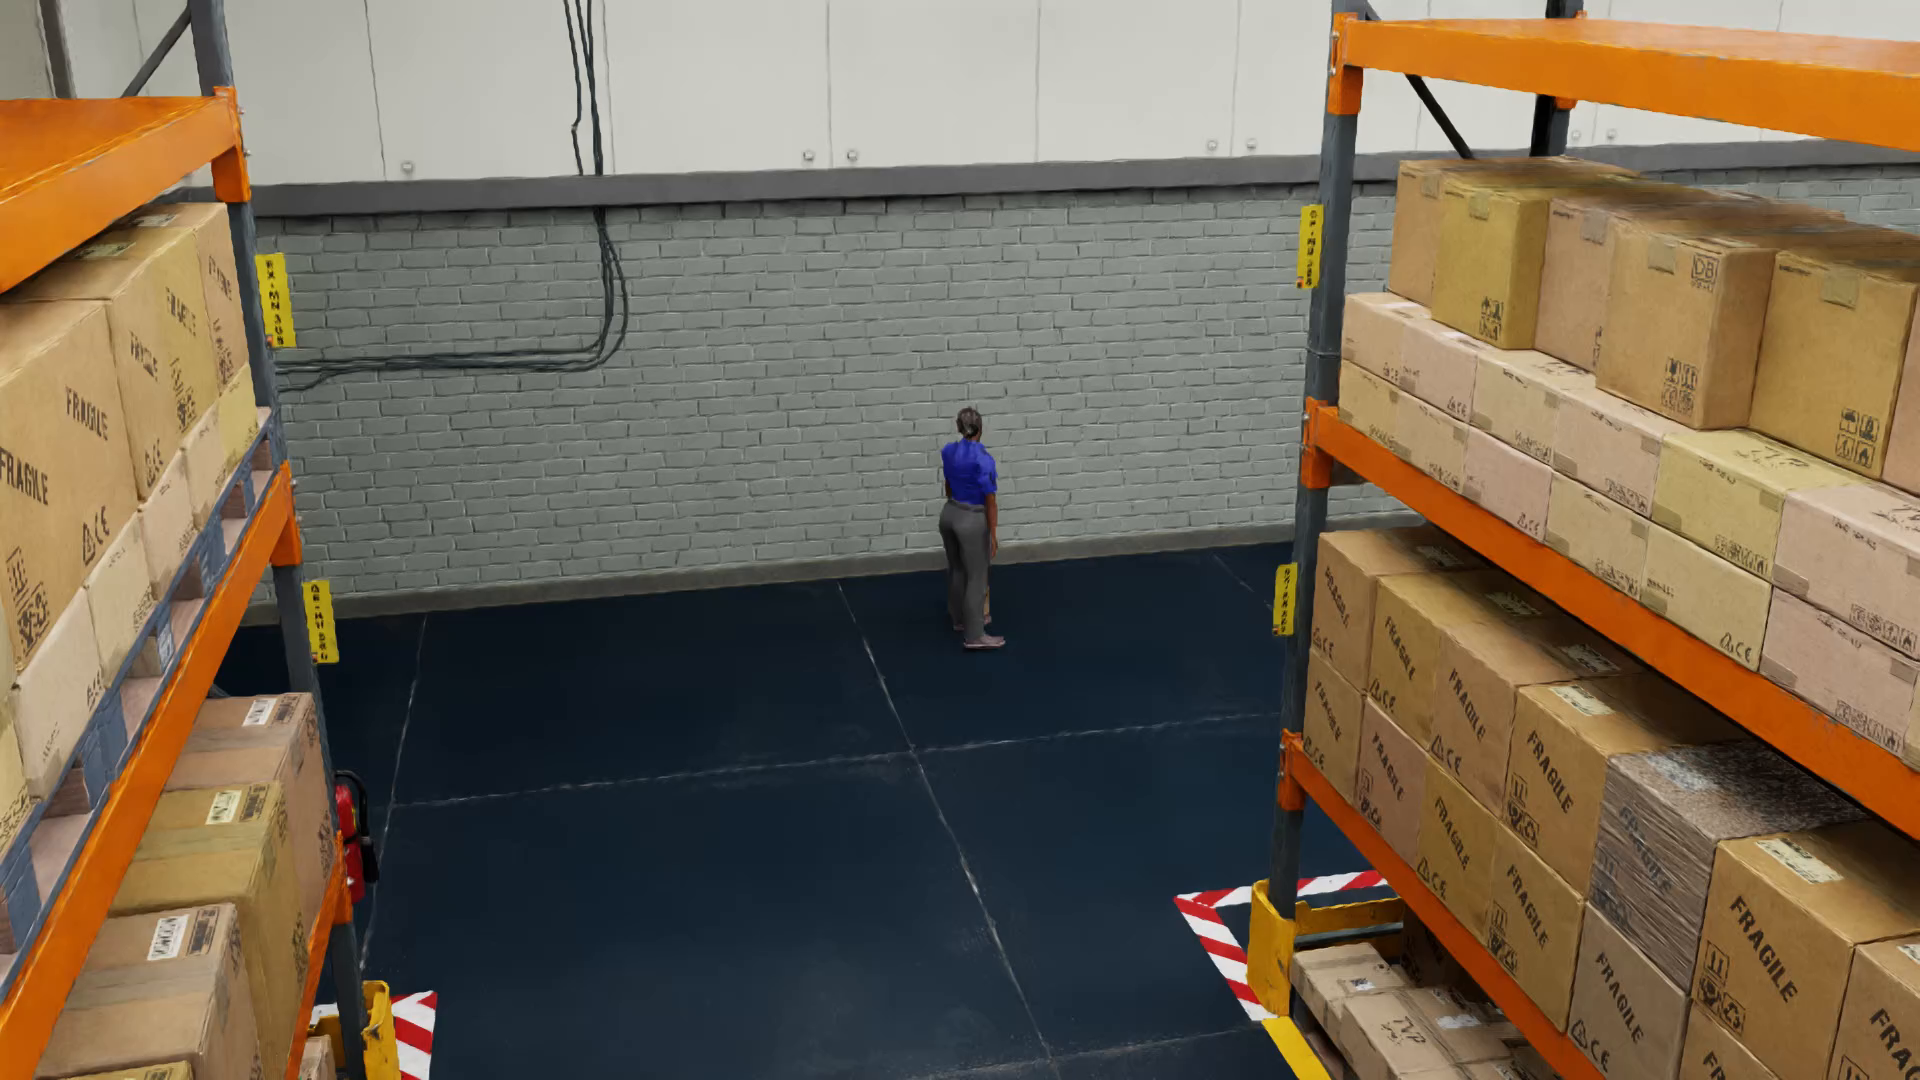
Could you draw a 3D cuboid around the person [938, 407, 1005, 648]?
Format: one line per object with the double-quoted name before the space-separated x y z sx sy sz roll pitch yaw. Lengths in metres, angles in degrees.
"person" 0.120 -0.100 11.299 0.495 1.665 0.463 17 26 40
